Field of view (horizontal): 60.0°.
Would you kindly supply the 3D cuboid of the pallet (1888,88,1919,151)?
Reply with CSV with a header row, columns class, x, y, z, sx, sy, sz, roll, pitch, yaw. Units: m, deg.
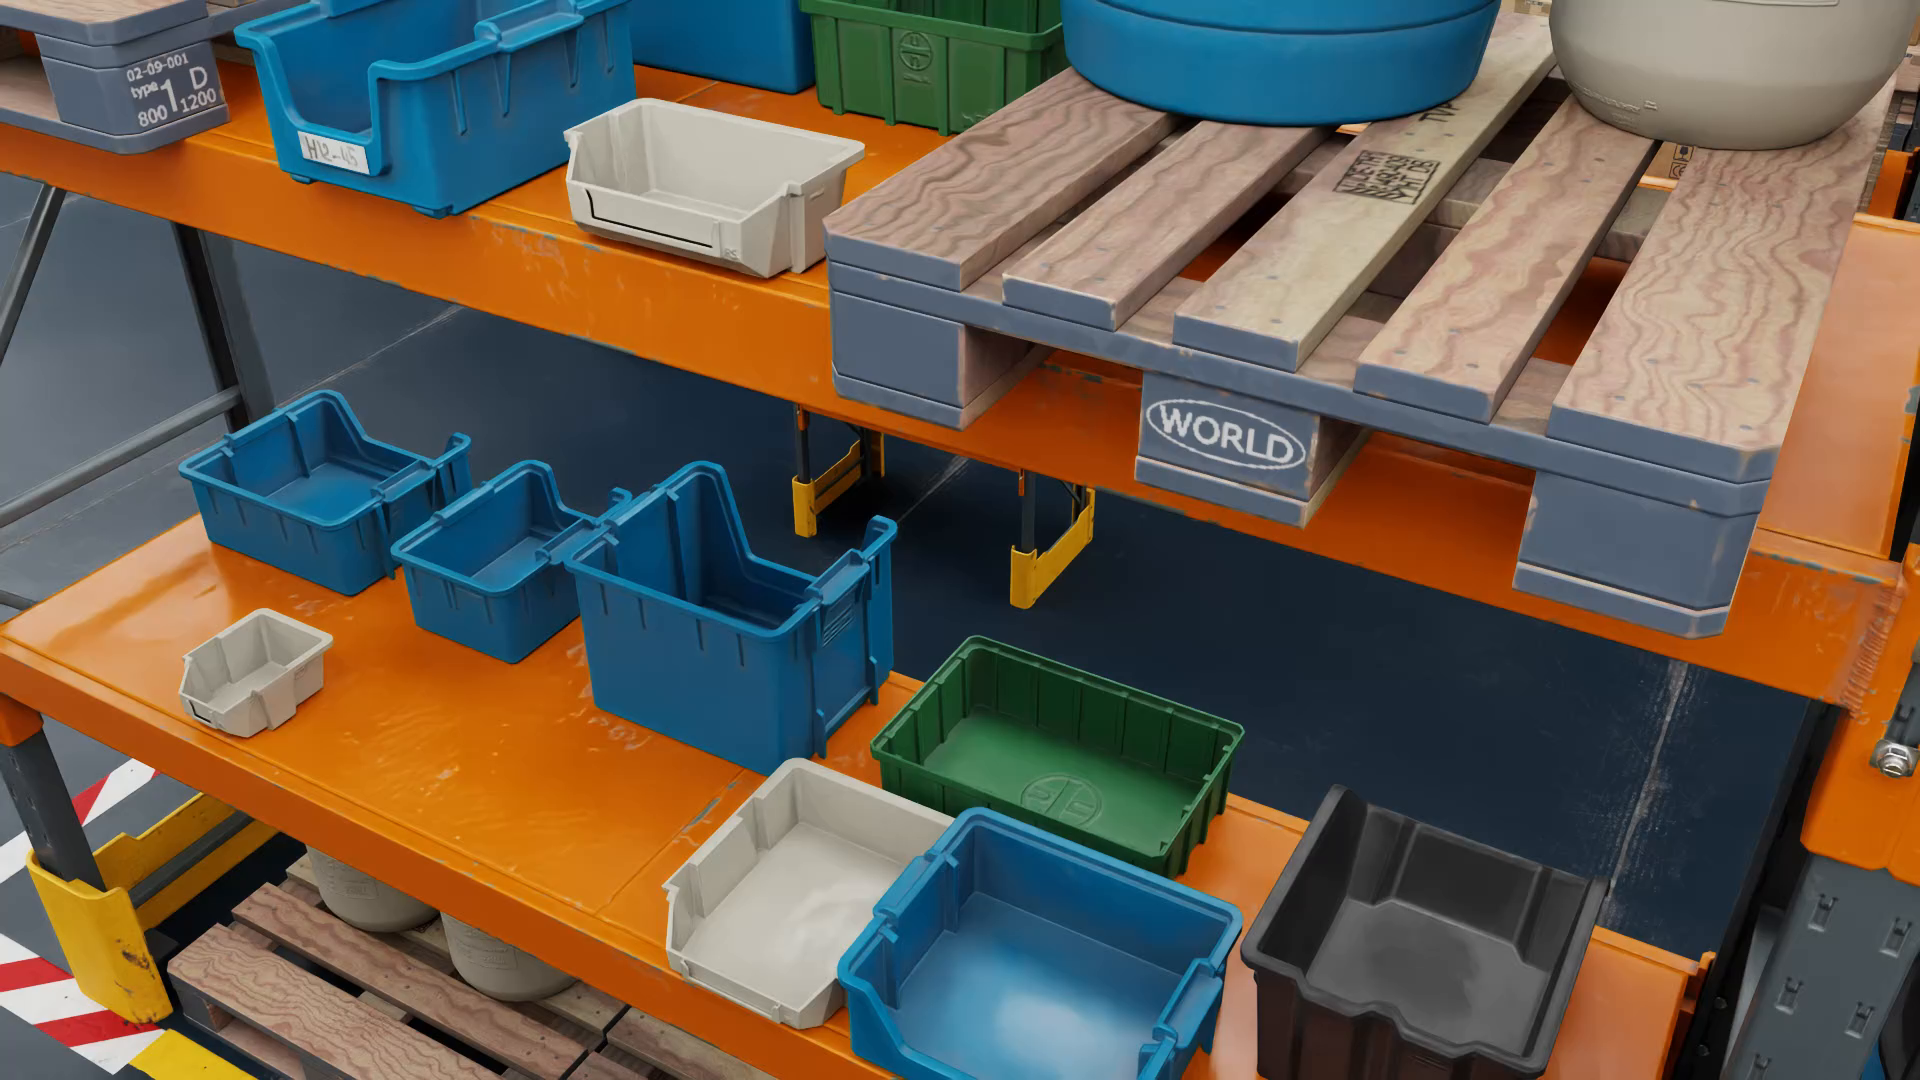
class,x,y,z,sx,sy,sz,roll,pitch,yaw
pallet,5.557,-2.867,10.865,1.213,0.211,1.003,18,37,24

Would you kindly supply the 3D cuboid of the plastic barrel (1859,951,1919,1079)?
class,x,y,z,sx,sy,sz,roll,pitch,yaw
plastic barrel,1.428,0.951,2.164,0.708,0.901,0.600,18,37,24

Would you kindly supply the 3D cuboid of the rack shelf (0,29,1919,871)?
class,x,y,z,sx,sy,sz,roll,pitch,yaw
rack shelf,-0.494,-0.592,2.875,4.000,0.370,1.077,18,37,24

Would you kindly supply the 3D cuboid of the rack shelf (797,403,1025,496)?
class,x,y,z,sx,sy,sz,roll,pitch,yaw
rack shelf,-0.074,-0.498,6.469,1.000,0.185,0.538,18,37,24

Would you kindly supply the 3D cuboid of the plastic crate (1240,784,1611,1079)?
class,x,y,z,sx,sy,sz,roll,pitch,yaw
plastic crate,0.851,0.728,3.006,0.504,0.338,0.767,18,37,24

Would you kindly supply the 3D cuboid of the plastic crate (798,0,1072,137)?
class,x,y,z,sx,sy,sz,roll,pitch,yaw
plastic crate,0.008,-0.818,2.757,0.450,0.188,0.336,18,37,24

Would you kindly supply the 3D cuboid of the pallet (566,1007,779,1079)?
class,x,y,z,sx,sy,sz,roll,pitch,yaw
pallet,-0.383,1.528,4.265,1.213,0.211,1.003,18,37,24

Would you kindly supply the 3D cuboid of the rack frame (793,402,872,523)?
class,x,y,z,sx,sy,sz,roll,pitch,yaw
rack frame,-0.515,-0.788,6.579,0.032,1.500,0.500,18,37,24

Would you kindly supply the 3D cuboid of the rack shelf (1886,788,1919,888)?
class,x,y,z,sx,sy,sz,roll,pitch,yaw
rack shelf,2.979,0.508,1.223,4.000,0.370,1.077,18,37,24

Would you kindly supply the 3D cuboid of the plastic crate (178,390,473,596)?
class,x,y,z,sx,sy,sz,roll,pitch,yaw
plastic crate,-1.647,-0.137,4.384,0.616,0.251,0.499,18,37,24

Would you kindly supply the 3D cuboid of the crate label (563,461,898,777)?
class,x,y,z,sx,sy,sz,roll,pitch,yaw
crate label,-0.498,0.169,3.759,0.616,0.435,0.502,18,37,24

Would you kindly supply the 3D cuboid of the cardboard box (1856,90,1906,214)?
class,x,y,z,sx,sy,sz,roll,pitch,yaw
cardboard box,3.315,-1.636,6.410,0.500,0.500,0.700,17,37,23

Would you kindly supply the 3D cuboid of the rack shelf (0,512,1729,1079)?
class,x,y,z,sx,sy,sz,roll,pitch,yaw
rack shelf,-0.494,0.657,3.707,4.000,0.370,1.077,18,37,24

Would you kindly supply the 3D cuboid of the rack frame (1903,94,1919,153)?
class,x,y,z,sx,sy,sz,roll,pitch,yaw
rack frame,6.158,-3.860,9.841,0.127,3.000,1.000,18,37,24

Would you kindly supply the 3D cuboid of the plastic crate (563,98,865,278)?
class,x,y,z,sx,sy,sz,roll,pitch,yaw
plastic crate,-0.352,-0.478,2.294,0.396,0.136,0.243,18,37,24

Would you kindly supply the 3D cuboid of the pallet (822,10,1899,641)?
class,x,y,z,sx,sy,sz,roll,pitch,yaw
pallet,0.568,-0.414,2.129,1.003,0.211,1.213,18,37,24

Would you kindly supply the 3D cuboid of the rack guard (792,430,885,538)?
class,x,y,z,sx,sy,sz,roll,pitch,yaw
rack guard,-0.499,-0.262,6.918,0.087,0.250,0.587,18,37,24

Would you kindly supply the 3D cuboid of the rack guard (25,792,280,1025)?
class,x,y,z,sx,sy,sz,roll,pitch,yaw
rack guard,-2.141,0.846,5.029,0.348,0.500,1.175,18,37,24

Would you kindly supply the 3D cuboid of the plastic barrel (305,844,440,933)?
class,x,y,z,sx,sy,sz,roll,pitch,yaw
plastic barrel,-1.621,0.812,4.690,0.421,0.512,0.421,0,34,0

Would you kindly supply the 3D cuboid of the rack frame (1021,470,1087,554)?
class,x,y,z,sx,sy,sz,roll,pitch,yaw
rack frame,0.367,-0.508,6.160,0.032,1.500,0.500,18,37,24

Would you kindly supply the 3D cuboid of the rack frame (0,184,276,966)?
class,x,y,z,sx,sy,sz,roll,pitch,yaw
rack frame,-2.230,-0.193,4.333,0.127,3.000,1.000,18,37,24

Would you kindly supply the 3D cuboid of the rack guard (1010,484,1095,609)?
class,x,y,z,sx,sy,sz,roll,pitch,yaw
rack guard,0.366,0.012,6.507,0.087,0.250,0.587,18,37,24

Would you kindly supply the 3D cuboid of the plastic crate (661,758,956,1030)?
class,x,y,z,sx,sy,sz,roll,pitch,yaw
plastic crate,-0.293,0.692,3.242,0.437,0.136,0.530,18,37,24

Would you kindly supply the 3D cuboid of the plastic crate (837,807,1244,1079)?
class,x,y,z,sx,sy,sz,roll,pitch,yaw
plastic crate,0.147,0.796,2.983,0.616,0.251,0.499,18,37,24

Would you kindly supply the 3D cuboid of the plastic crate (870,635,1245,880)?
class,x,y,z,sx,sy,sz,roll,pitch,yaw
plastic crate,0.204,0.486,3.504,0.662,0.188,0.450,18,37,24

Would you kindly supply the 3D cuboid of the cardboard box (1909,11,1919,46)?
class,x,y,z,sx,sy,sz,roll,pitch,yaw
cardboard box,3.315,-2.176,6.051,0.500,0.500,0.700,18,38,25

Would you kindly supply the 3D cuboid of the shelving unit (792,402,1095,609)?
class,x,y,z,sx,sy,sz,roll,pitch,yaw
shelving unit,-0.066,-0.645,6.366,1.083,1.500,0.587,18,37,24

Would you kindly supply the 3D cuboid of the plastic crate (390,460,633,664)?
class,x,y,z,sx,sy,sz,roll,pitch,yaw
plastic crate,-1.086,0.044,4.112,0.408,0.251,0.499,18,37,24

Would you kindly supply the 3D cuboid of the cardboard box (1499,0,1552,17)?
class,x,y,z,sx,sy,sz,roll,pitch,yaw
cardboard box,2.259,-2.109,6.535,0.250,0.149,0.380,19,38,26

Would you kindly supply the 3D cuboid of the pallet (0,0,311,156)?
class,x,y,z,sx,sy,sz,roll,pitch,yaw
pallet,-1.561,-1.088,3.142,1.213,0.211,1.003,18,37,24

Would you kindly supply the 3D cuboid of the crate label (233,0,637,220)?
class,x,y,z,sx,sy,sz,roll,pitch,yaw
crate label,-0.769,-0.706,2.531,0.408,0.251,0.502,18,37,24

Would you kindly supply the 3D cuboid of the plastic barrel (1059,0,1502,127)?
class,x,y,z,sx,sy,sz,roll,pitch,yaw
plastic barrel,0.431,-1.050,2.083,0.708,0.901,0.600,18,37,24

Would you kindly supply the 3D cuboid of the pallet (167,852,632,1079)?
class,x,y,z,sx,sy,sz,roll,pitch,yaw
pallet,-1.438,1.192,4.769,1.213,0.211,1.003,18,37,24

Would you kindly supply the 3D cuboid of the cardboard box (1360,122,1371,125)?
class,x,y,z,sx,sy,sz,roll,pitch,yaw
cardboard box,1.975,-2.058,7.044,0.500,0.500,0.700,19,38,26

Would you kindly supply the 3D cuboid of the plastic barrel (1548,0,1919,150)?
class,x,y,z,sx,sy,sz,roll,pitch,yaw
plastic barrel,0.966,-0.775,2.022,0.421,0.512,0.421,0,34,0

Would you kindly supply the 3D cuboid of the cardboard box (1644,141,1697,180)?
class,x,y,z,sx,sy,sz,roll,pitch,yaw
cardboard box,2.854,-1.778,6.623,0.500,0.500,0.700,17,37,24

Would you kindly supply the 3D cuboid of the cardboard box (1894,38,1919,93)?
class,x,y,z,sx,sy,sz,roll,pitch,yaw
cardboard box,3.361,-1.759,6.009,0.250,0.149,0.380,18,37,24

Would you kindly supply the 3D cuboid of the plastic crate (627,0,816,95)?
class,x,y,z,sx,sy,sz,roll,pitch,yaw
plastic crate,-0.425,-1.055,2.936,0.575,0.384,0.392,18,37,24

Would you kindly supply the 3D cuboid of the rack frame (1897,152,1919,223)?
class,x,y,z,sx,sy,sz,roll,pitch,yaw
rack frame,3.703,-1.475,6.259,0.127,3.000,1.000,18,37,24

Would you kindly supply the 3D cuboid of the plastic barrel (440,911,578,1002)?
class,x,y,z,sx,sy,sz,roll,pitch,yaw
plastic barrel,-1.186,0.950,4.483,0.421,0.512,0.421,0,34,0

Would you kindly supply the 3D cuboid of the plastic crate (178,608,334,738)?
class,x,y,z,sx,sy,sz,roll,pitch,yaw
plastic crate,-1.613,0.318,3.804,0.250,0.136,0.298,18,37,24

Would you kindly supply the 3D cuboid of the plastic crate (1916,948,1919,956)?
class,x,y,z,sx,sy,sz,roll,pitch,yaw
plastic crate,1.815,0.867,2.685,0.583,0.464,0.402,18,37,24

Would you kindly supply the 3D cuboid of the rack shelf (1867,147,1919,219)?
class,x,y,z,sx,sy,sz,roll,pitch,yaw
rack shelf,1.967,-1.726,7.285,4.000,0.370,1.077,18,37,24
